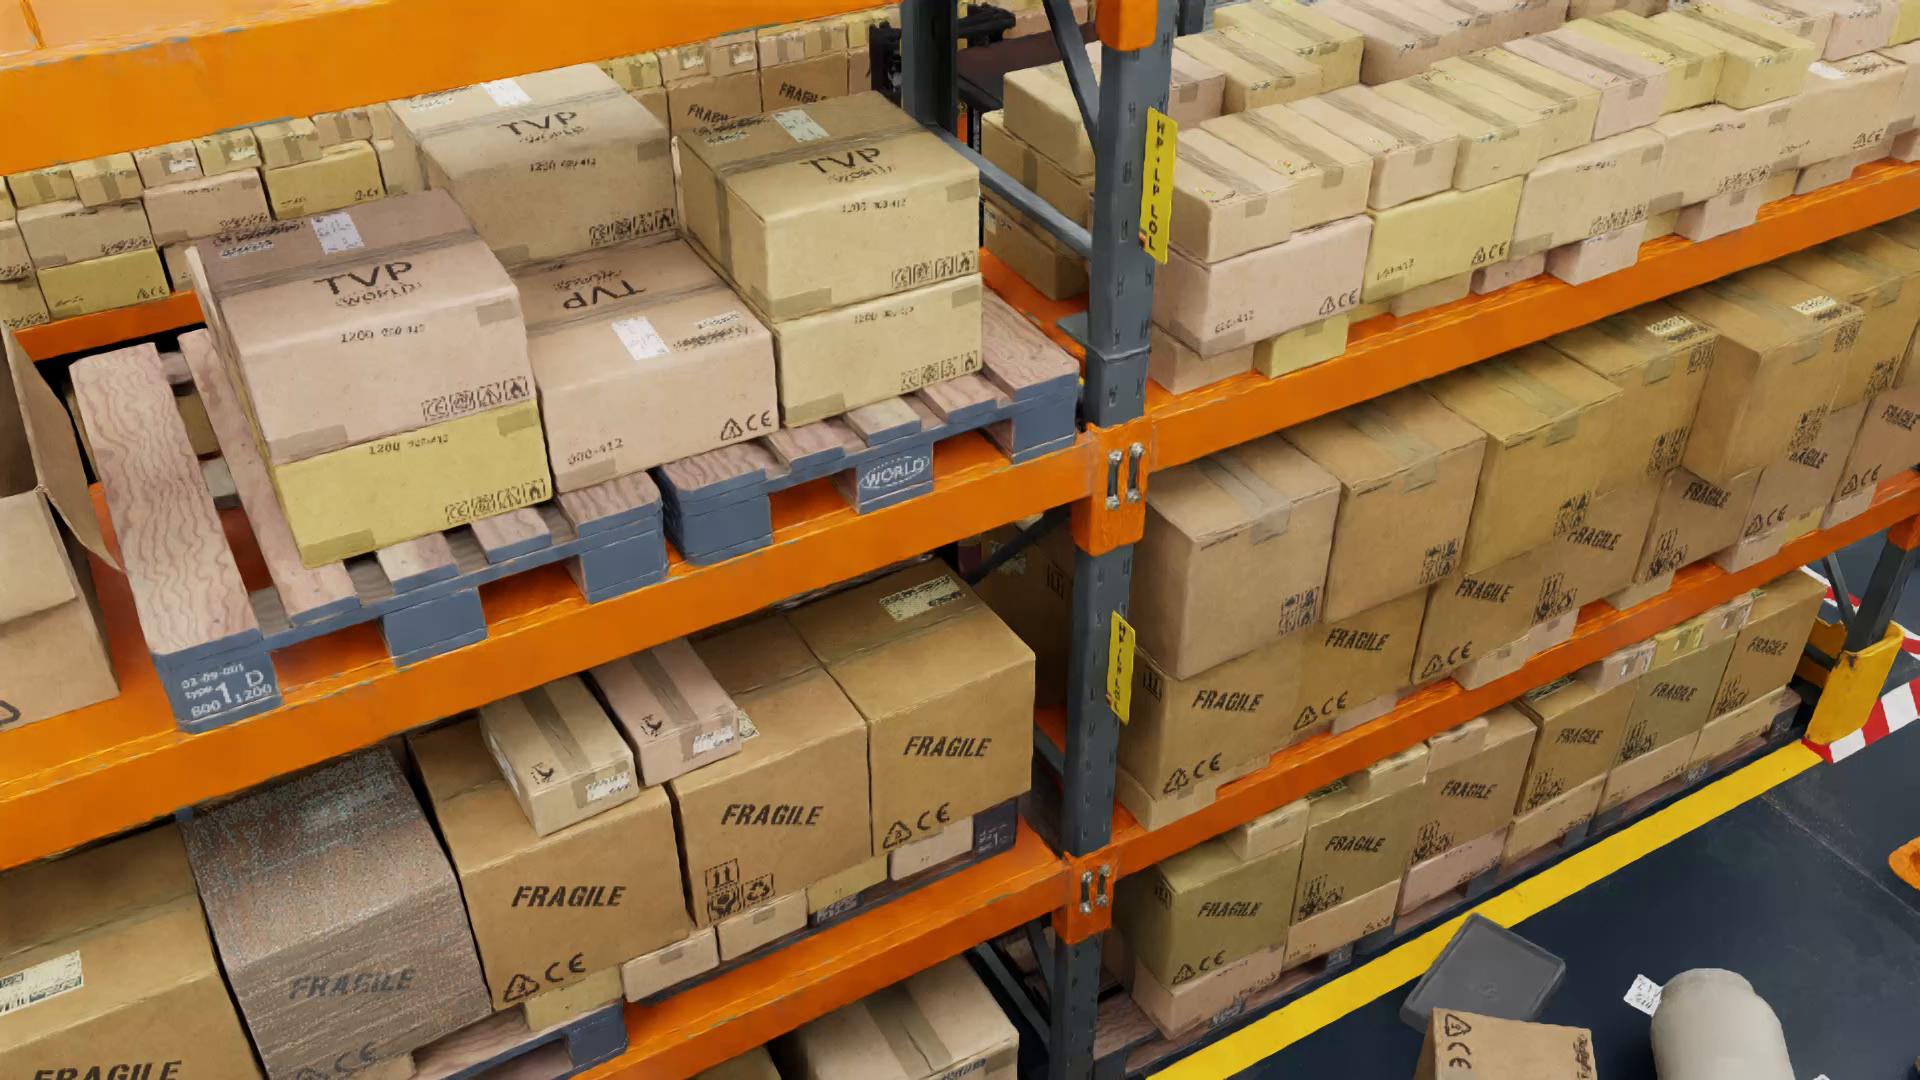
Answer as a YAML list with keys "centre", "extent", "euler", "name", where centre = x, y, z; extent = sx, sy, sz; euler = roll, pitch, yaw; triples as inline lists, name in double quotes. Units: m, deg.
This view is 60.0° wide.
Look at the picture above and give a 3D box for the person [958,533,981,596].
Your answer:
- centre: [-0.005, 0.058, 7.056]
  extent: [0.542, 1.423, 0.431]
  euler: [8, 38, 11]
  name: "person"
